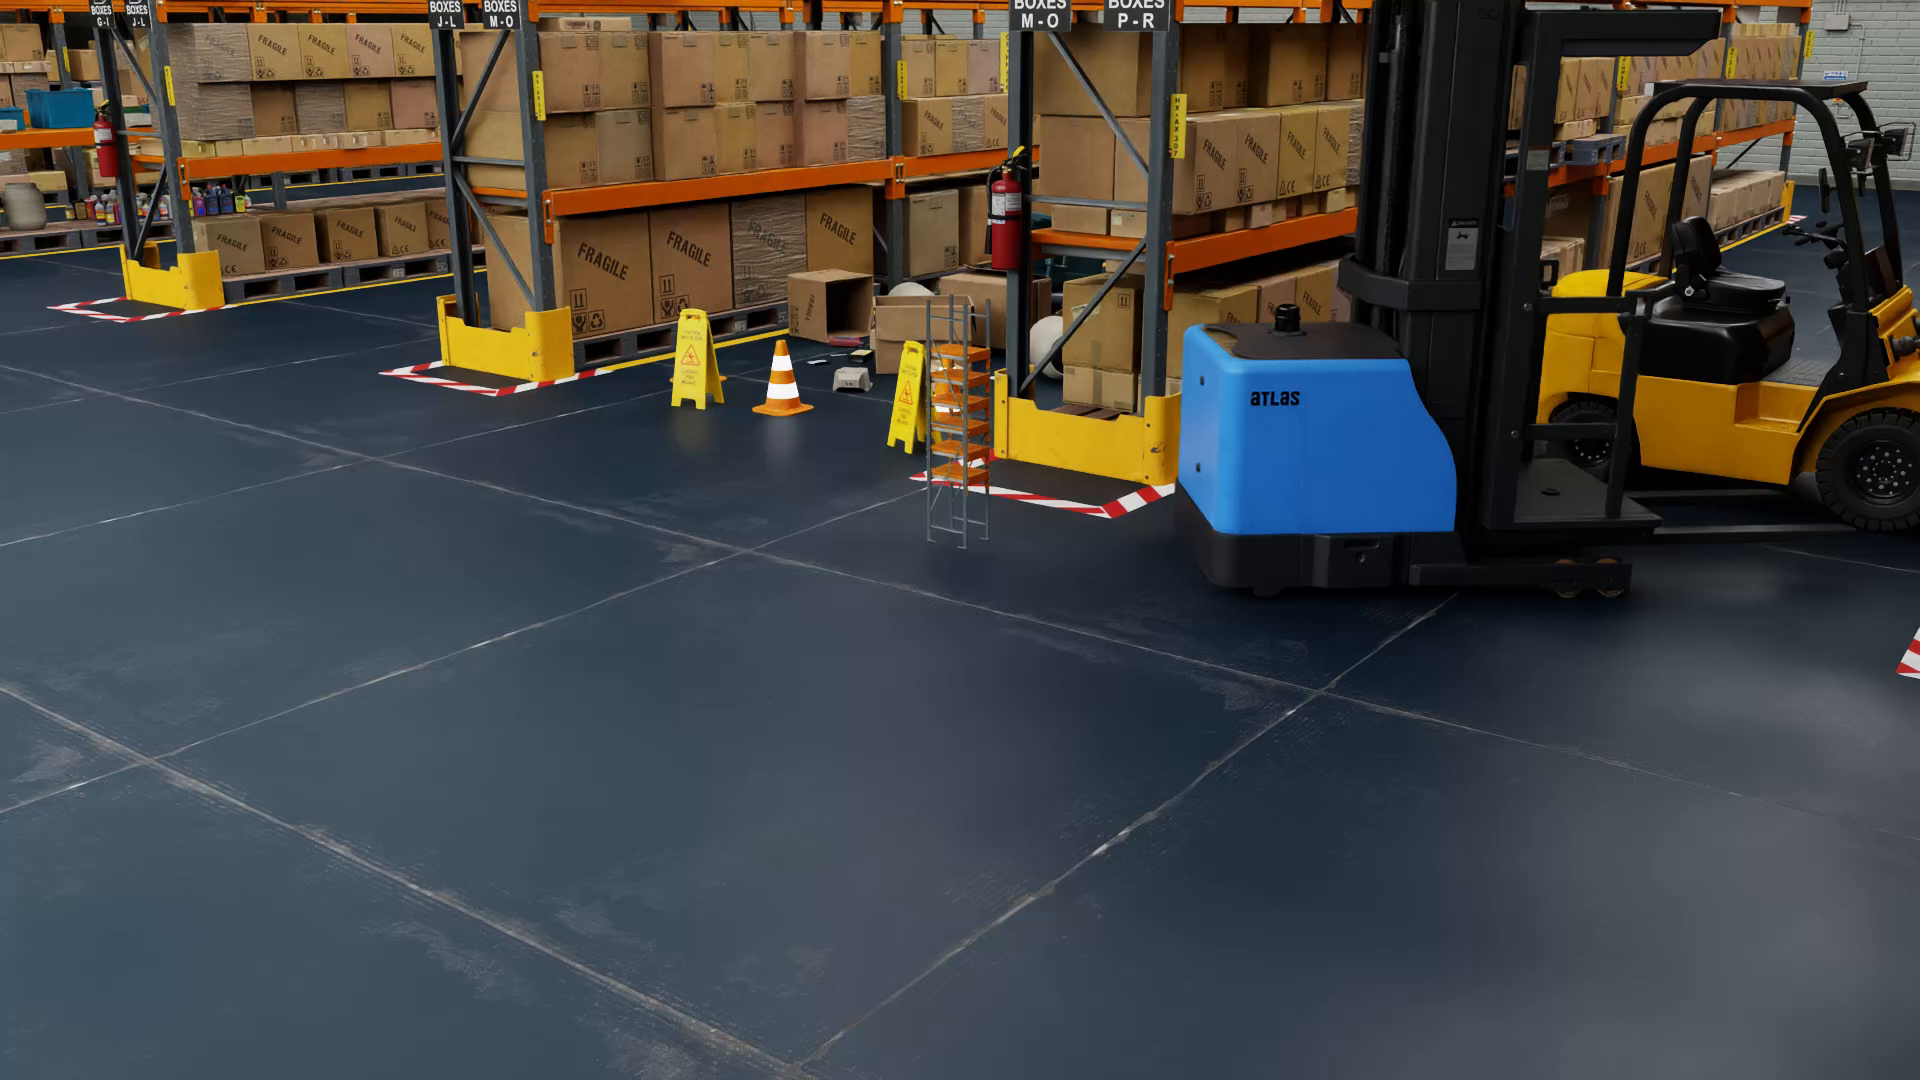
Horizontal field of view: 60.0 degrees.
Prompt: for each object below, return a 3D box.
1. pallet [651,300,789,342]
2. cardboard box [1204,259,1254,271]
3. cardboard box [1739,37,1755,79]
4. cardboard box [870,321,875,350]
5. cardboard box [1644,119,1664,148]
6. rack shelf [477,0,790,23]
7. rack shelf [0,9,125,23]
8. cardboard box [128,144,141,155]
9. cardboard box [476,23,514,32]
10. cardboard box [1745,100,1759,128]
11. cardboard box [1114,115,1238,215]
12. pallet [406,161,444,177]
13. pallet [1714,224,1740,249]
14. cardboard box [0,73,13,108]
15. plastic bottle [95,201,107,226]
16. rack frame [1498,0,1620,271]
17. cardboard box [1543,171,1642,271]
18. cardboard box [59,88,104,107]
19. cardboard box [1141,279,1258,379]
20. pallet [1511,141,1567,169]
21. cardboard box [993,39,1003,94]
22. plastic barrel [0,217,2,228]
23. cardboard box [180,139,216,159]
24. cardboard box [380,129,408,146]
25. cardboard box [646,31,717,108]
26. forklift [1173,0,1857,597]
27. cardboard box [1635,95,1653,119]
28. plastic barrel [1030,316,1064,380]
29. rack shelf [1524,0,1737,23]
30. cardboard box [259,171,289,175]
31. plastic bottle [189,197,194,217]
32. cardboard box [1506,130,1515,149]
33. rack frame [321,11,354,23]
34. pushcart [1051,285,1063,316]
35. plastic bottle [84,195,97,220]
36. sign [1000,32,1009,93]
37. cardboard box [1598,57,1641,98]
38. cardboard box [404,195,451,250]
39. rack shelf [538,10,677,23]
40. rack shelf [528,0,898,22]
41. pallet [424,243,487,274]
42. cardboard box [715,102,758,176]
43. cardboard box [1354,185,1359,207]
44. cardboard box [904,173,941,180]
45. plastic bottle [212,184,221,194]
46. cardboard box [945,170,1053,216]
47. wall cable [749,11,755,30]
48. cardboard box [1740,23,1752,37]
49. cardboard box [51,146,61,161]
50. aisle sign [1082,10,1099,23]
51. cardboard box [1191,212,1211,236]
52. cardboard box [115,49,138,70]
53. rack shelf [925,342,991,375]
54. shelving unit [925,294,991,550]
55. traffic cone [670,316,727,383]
[{"bbox_3d":[-2.193,-1.863,13.887,1.003,0.211,1.213,12,21,35],"label":"pallet"},{"bbox_3d":[1.584,-1.577,10.927,0.500,0.500,0.500,12,21,33],"label":"cardboard box"},{"bbox_3d":[8.636,-5.424,18.796,0.500,0.500,0.500,12,21,34],"label":"cardboard box"},{"bbox_3d":[-0.495,-1.613,12.991,0.258,0.266,0.396,-16,23,-41],"label":"cardboard box"},{"bbox_3d":[6.571,-4.006,16.338,0.500,0.250,0.500,13,22,36],"label":"cardboard box"},{"bbox_3d":[-3.682,-6.120,19.047,1.077,0.370,4.000,12,21,35],"label":"rack shelf"},{"bbox_3d":[-15.616,-8.745,27.503,1.077,0.370,4.000,12,21,35],"label":"rack shelf"},{"bbox_3d":[-12.078,-5.634,24.310,0.500,0.311,0.500,12,21,34],"label":"cardboard box"},{"bbox_3d":[-4.921,-5.066,17.142,0.500,0.500,0.500,12,21,35],"label":"cardboard box"},{"bbox_3d":[8.946,-5.058,19.306,0.500,0.500,0.500,13,21,35],"label":"cardboard box"},{"bbox_3d":[1.207,-2.104,9.291,0.500,0.500,0.500,12,21,34],"label":"cardboard box"},{"bbox_3d":[-9.241,-6.387,28.456,1.003,0.211,1.213,12,21,35],"label":"pallet"},{"bbox_3d":[8.368,-3.544,19.300,1.003,0.211,1.213,12,21,35],"label":"pallet"},{"bbox_3d":[-13.396,-6.120,22.724,0.700,0.500,0.500,12,21,34],"label":"cardboard box"},{"bbox_3d":[-9.904,-3.761,19.155,0.097,0.271,0.097,0,17,0],"label":"plastic bottle"},{"bbox_3d":[5.468,-3.756,15.280,1.000,3.000,0.127,12,21,35],"label":"rack frame"},{"bbox_3d":[5.947,-3.091,16.016,0.875,0.875,0.875,12,21,34],"label":"cardboard box"},{"bbox_3d":[-12.569,-6.359,23.916,0.500,0.250,0.500,14,22,38],"label":"cardboard box"},{"bbox_3d":[1.418,-1.245,9.859,0.500,0.500,0.500,12,21,33],"label":"cardboard box"},{"bbox_3d":[4.322,-3.185,13.767,1.003,0.211,1.213,12,21,35],"label":"pallet"},{"bbox_3d":[0.249,-4.661,16.342,0.700,0.500,0.500,12,21,34],"label":"cardboard box"},{"bbox_3d":[-10.904,-3.659,18.457,0.421,0.512,0.421,0,17,0],"label":"plastic barrel"},{"bbox_3d":[-6.896,-3.507,14.904,0.380,0.149,0.250,12,21,35],"label":"cardboard box"},{"bbox_3d":[-5.671,-3.976,16.414,0.380,0.149,0.250,12,21,35],"label":"cardboard box"},{"bbox_3d":[-2.385,-3.627,12.790,0.875,0.550,0.550,12,21,35],"label":"cardboard box"},{"bbox_3d":[2.593,-1.301,7.492,3.031,2.935,1.130,-1,17,-4],"label":"forklift"},{"bbox_3d":[6.278,-4.123,15.872,0.500,0.250,0.500,13,21,36],"label":"cardboard box"},{"bbox_3d":[0.717,-1.379,11.972,0.421,0.421,0.512,-4,18,-13],"label":"plastic barrel"},{"bbox_3d":[6.660,-5.321,16.476,1.077,0.370,4.000,12,21,35],"label":"rack shelf"},{"bbox_3d":[-10.866,-5.854,25.965,0.500,0.250,0.500,12,21,34],"label":"cardboard box"},{"bbox_3d":[-9.310,-4.048,19.945,0.144,0.351,0.185,12,21,34],"label":"plastic bottle"},{"bbox_3d":[4.118,-3.152,13.052,0.380,0.149,0.250,13,21,36],"label":"cardboard box"},{"bbox_3d":[-12.041,-9.086,32.443,1.000,3.000,0.127,12,21,35],"label":"rack frame"},{"bbox_3d":[1.224,-1.942,13.860,1.648,0.377,0.936,5,18,16],"label":"pushcart"},{"bbox_3d":[-10.320,-3.956,19.776,0.152,0.276,0.135,13,21,35],"label":"plastic bottle"},{"bbox_3d":[0.268,-2.657,9.257,0.100,0.325,0.005,12,21,35],"label":"sign"},{"bbox_3d":[5.959,-4.355,15.356,0.500,0.500,0.500,12,21,33],"label":"cardboard box"},{"bbox_3d":[-5.479,-3.335,17.432,0.500,0.500,0.500,-12,21,-33],"label":"cardboard box"},{"bbox_3d":[-6.869,-9.776,30.823,1.077,0.370,4.000,12,21,35],"label":"rack shelf"},{"bbox_3d":[-2.142,-4.266,13.079,1.077,0.370,4.000,12,21,35],"label":"rack shelf"},{"bbox_3d":[-5.245,-3.056,17.730,1.003,0.211,1.213,12,21,35],"label":"pallet"},{"bbox_3d":[-2.122,-3.249,13.394,0.875,0.550,0.500,12,21,35],"label":"cardboard box"},{"bbox_3d":[2.536,-2.310,11.048,0.380,0.149,0.250,12,21,34],"label":"cardboard box"},{"bbox_3d":[-1.004,-5.277,23.052,1.225,0.875,0.875,12,21,33],"label":"cardboard box"},{"bbox_3d":[-9.119,-4.196,20.421,0.144,0.351,0.185,12,21,35],"label":"plastic bottle"},{"bbox_3d":[0.480,-3.395,17.203,1.050,0.750,0.750,13,21,36],"label":"cardboard box"},{"bbox_3d":[-6.001,-12.704,39.216,3.097,2.526,0.112,12,21,35],"label":"wall cable"},{"bbox_3d":[8.704,-5.753,18.765,0.380,0.149,0.250,12,21,34],"label":"cardboard box"},{"bbox_3d":[-15.485,-6.743,28.373,0.700,0.500,0.500,12,21,34],"label":"cardboard box"},{"bbox_3d":[2.078,-8.724,26.895,0.394,0.787,0.004,12,21,35],"label":"aisle sign"},{"bbox_3d":[1.209,-1.837,9.526,0.380,0.149,0.250,13,21,35],"label":"cardboard box"},{"bbox_3d":[-14.696,-8.277,28.929,0.700,0.500,0.500,10,20,28],"label":"cardboard box"},{"bbox_3d":[-0.009,-0.871,7.961,0.258,0.103,0.180,12,21,35],"label":"rack shelf"},{"bbox_3d":[-0.009,-0.570,8.055,0.258,1.200,0.189,12,21,35],"label":"shelving unit"},{"bbox_3d":[-1.877,-1.365,11.859,0.336,0.463,0.334,12,21,35],"label":"traffic cone"}]
